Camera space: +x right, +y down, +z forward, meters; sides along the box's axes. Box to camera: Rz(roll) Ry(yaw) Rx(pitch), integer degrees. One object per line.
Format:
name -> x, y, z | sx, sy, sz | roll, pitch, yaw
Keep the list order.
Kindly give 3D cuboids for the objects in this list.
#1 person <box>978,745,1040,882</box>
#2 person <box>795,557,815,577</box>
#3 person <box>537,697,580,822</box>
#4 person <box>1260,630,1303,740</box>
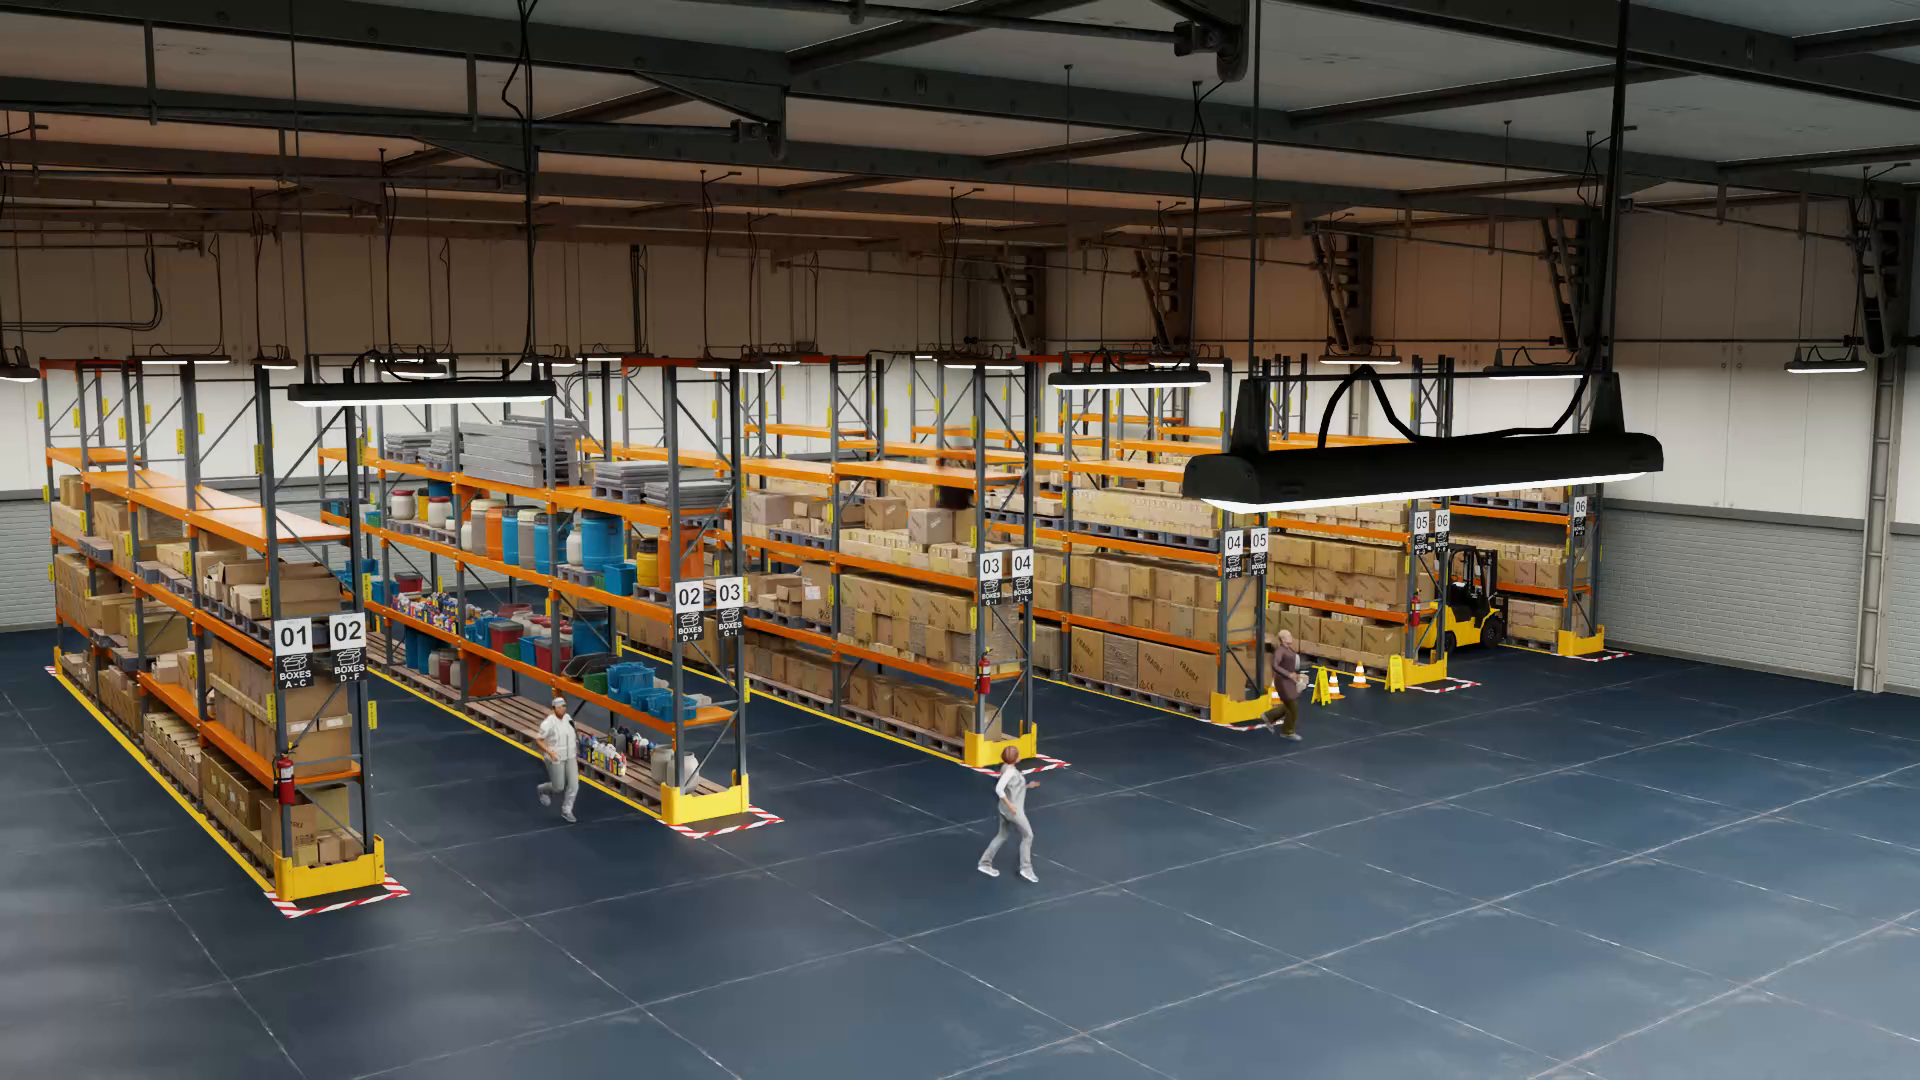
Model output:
person -> 0.581, 3.205, 19.423 | 0.737, 1.643, 0.510 | -2, 7, -15
person -> -3.185, 1.138, 35.745 | 0.663, 1.766, 0.997 | -5, 9, -38
person -> -5.325, 2.892, 22.093 | 0.685, 1.643, 0.608 | 7, 10, 44
person -> 5.137, 2.305, 26.507 | 0.702, 1.765, 0.760 | 3, 8, 24
